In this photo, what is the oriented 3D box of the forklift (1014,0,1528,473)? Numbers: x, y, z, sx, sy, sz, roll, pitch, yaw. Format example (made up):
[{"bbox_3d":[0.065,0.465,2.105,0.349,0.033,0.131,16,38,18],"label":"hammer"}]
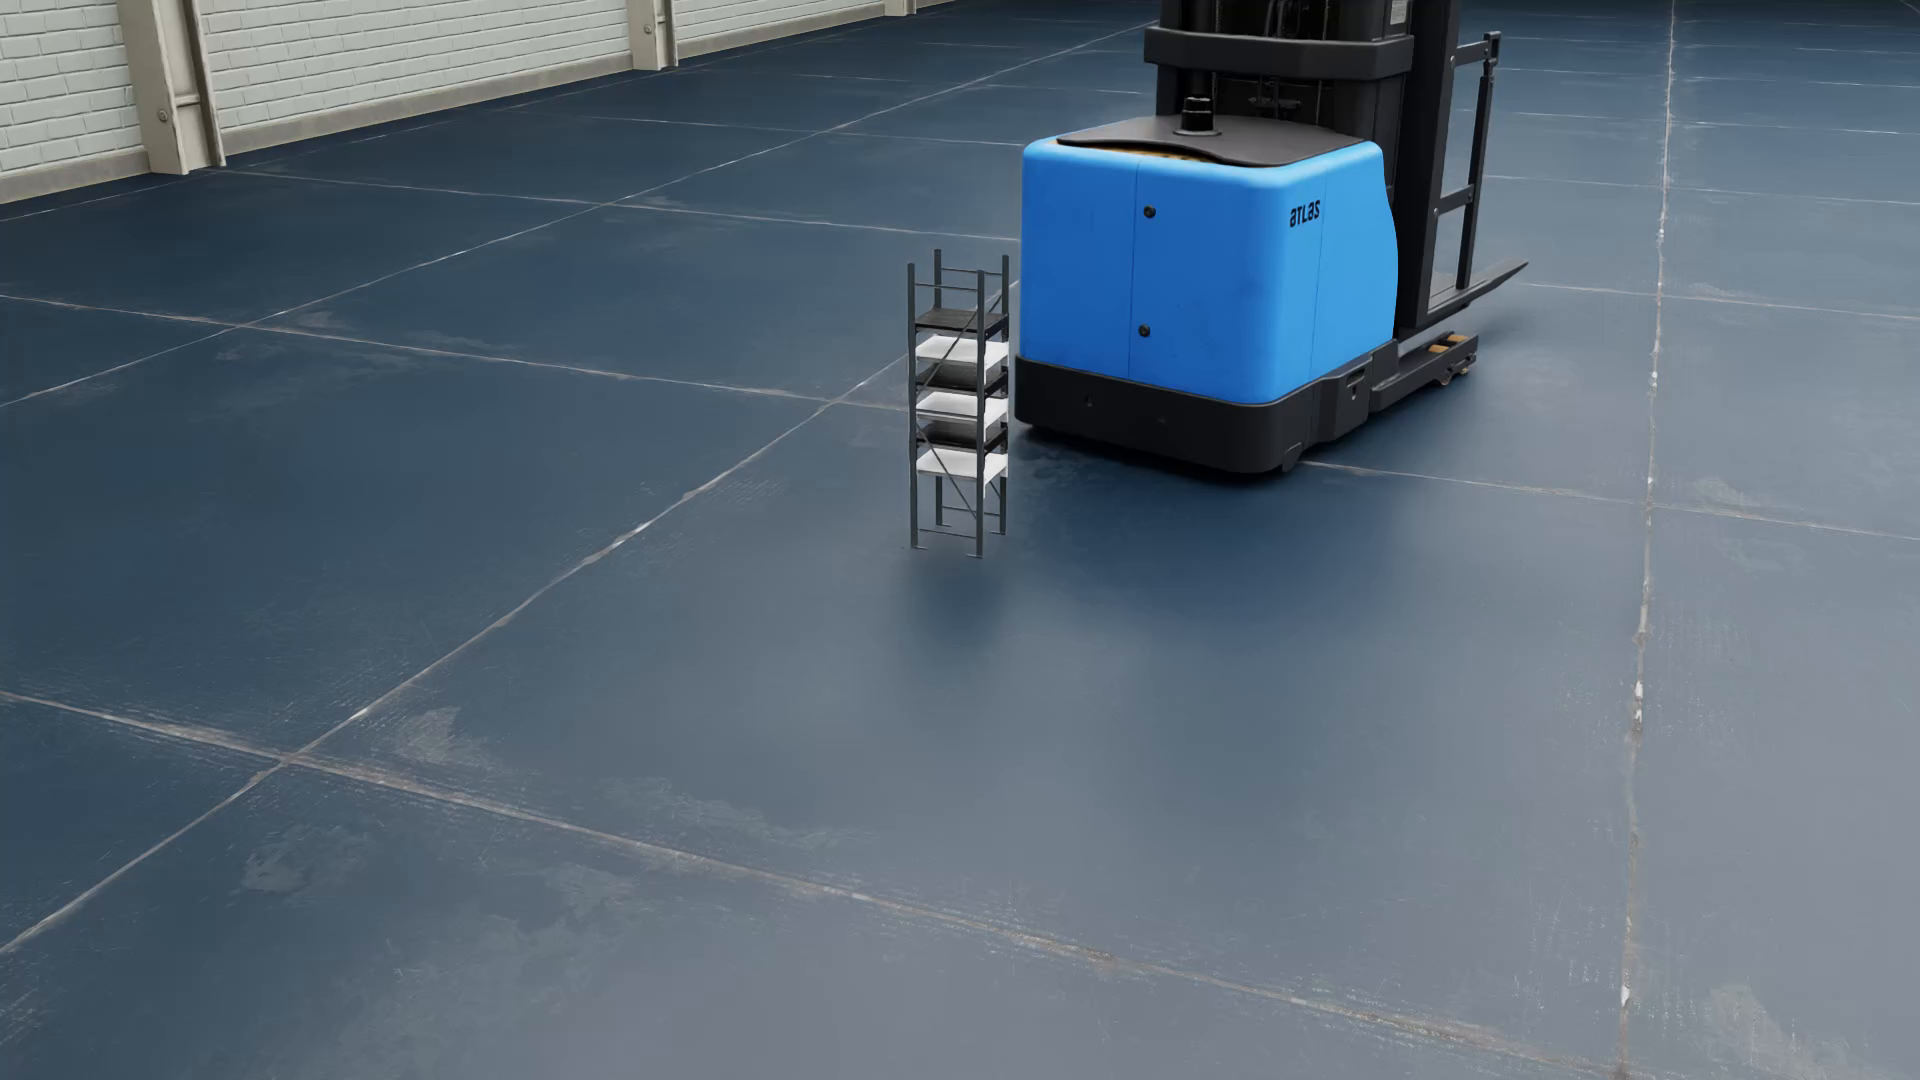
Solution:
[{"bbox_3d":[1.493,-2.079,6.426,1.130,2.935,3.031,16,28,34],"label":"forklift"}]

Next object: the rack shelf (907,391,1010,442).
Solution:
[{"bbox_3d":[-0.003,-0.382,5.082,0.258,0.077,0.200,9,24,20],"label":"rack shelf"}]

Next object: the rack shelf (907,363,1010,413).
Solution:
[{"bbox_3d":[-0.003,-0.465,5.048,0.258,0.077,0.200,9,24,20],"label":"rack shelf"}]

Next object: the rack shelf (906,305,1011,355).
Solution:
[{"bbox_3d":[-0.003,-0.631,4.978,0.258,0.077,0.200,9,24,20],"label":"rack shelf"}]

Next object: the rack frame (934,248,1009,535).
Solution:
[{"bbox_3d":[0.035,-0.449,5.157,0.240,0.900,0.006,9,24,20],"label":"rack frame"}]

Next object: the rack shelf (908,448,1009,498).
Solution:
[{"bbox_3d":[-0.003,-0.215,5.152,0.258,0.077,0.200,9,24,20],"label":"rack shelf"}]

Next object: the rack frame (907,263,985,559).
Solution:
[{"bbox_3d":[-0.041,-0.376,4.983,0.240,0.900,0.006,9,24,20],"label":"rack frame"}]

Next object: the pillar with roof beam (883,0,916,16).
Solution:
[{"bbox_3d":[3.211,-10.353,18.361,9.100,9.000,0.400,9,24,20],"label":"pillar with roof beam"}]

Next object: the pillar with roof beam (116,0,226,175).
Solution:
[{"bbox_3d":[-1.247,-6.059,8.080,9.100,9.000,0.400,9,24,20],"label":"pillar with roof beam"}]

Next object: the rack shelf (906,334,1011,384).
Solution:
[{"bbox_3d":[-0.003,-0.548,5.013,0.258,0.077,0.200,9,24,20],"label":"rack shelf"}]

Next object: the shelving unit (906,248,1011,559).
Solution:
[{"bbox_3d":[-0.003,-0.412,5.070,0.258,0.900,0.210,9,24,20],"label":"shelving unit"}]

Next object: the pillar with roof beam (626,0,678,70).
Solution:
[{"bbox_3d":[0.982,-8.206,13.221,9.100,9.000,0.400,9,24,20],"label":"pillar with roof beam"}]

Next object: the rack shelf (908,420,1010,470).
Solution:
[{"bbox_3d":[-0.003,-0.299,5.117,0.258,0.077,0.200,9,24,20],"label":"rack shelf"}]
